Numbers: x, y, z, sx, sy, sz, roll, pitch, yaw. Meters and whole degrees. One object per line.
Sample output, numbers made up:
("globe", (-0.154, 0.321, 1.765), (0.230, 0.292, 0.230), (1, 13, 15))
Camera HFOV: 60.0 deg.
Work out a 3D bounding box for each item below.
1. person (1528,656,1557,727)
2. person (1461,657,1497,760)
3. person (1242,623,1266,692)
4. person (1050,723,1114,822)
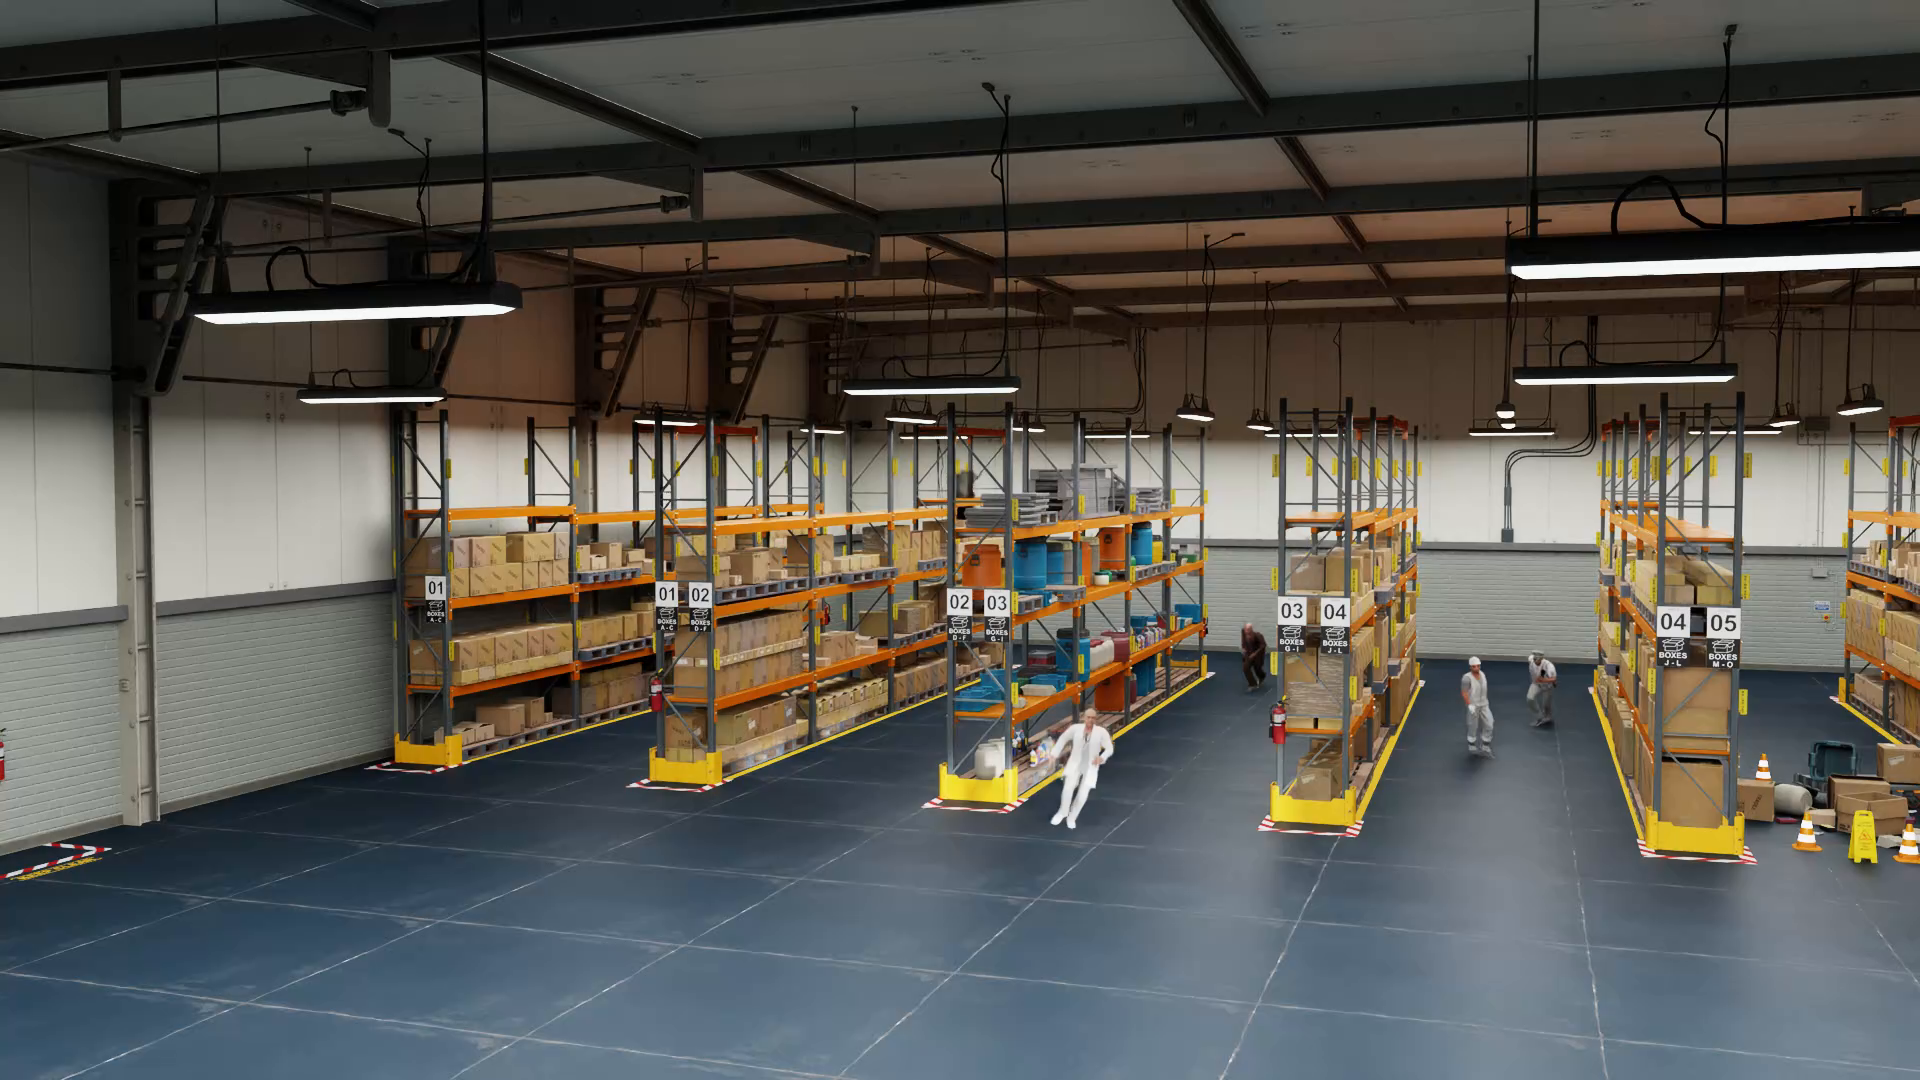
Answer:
("person", (11.365, 2.893, 32.381), (0.654, 1.525, 1.158), (2, 3, 38))
("person", (8.906, 2.900, 28.675), (0.665, 1.801, 0.688), (-1, 2, -12))
("person", (6.723, 2.622, 37.619), (0.656, 1.578, 1.160), (2, 3, 36))
("person", (1.706, 3.245, 23.165), (0.856, 1.432, 0.608), (0, 2, -2))
